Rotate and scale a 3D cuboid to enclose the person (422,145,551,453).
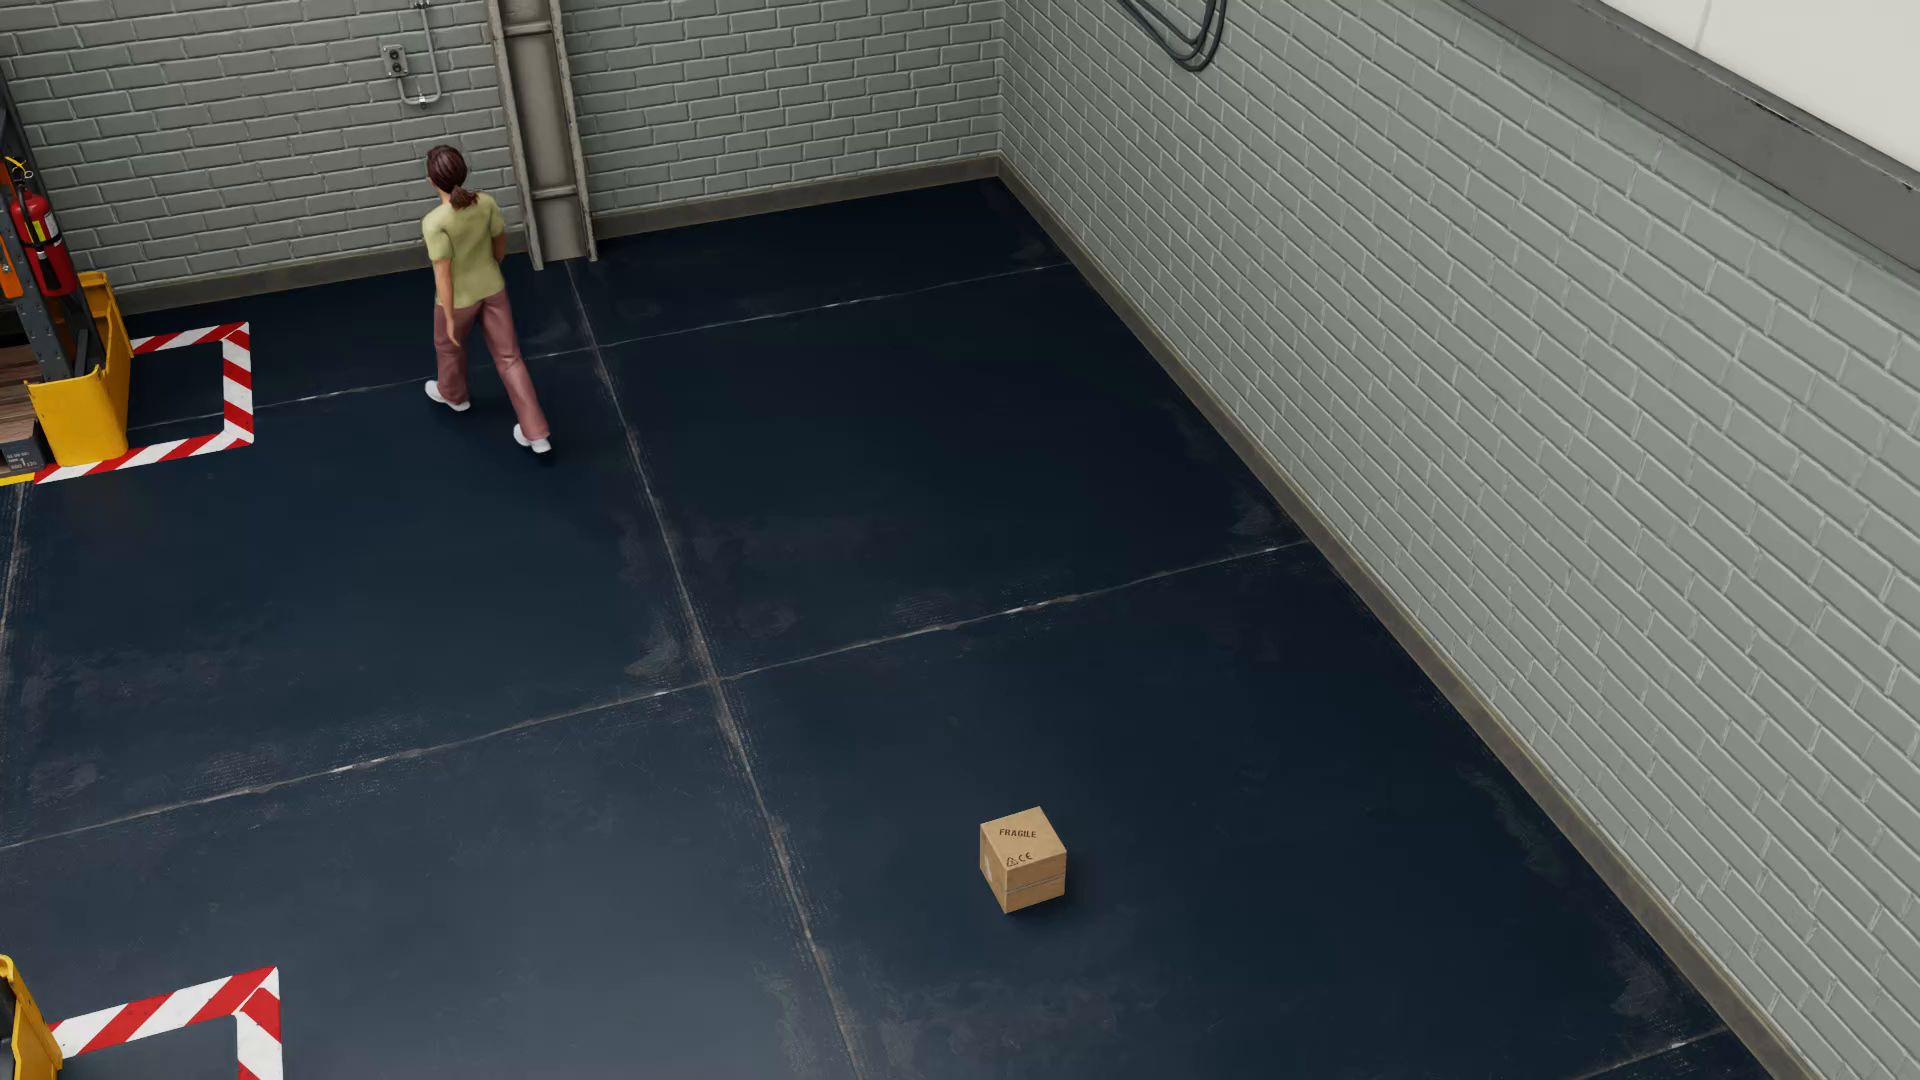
[{"bbox_3d":[-2.483,-1.266,8.412,0.465,1.618,1.020,-29,46,-32],"label":"person"}]
